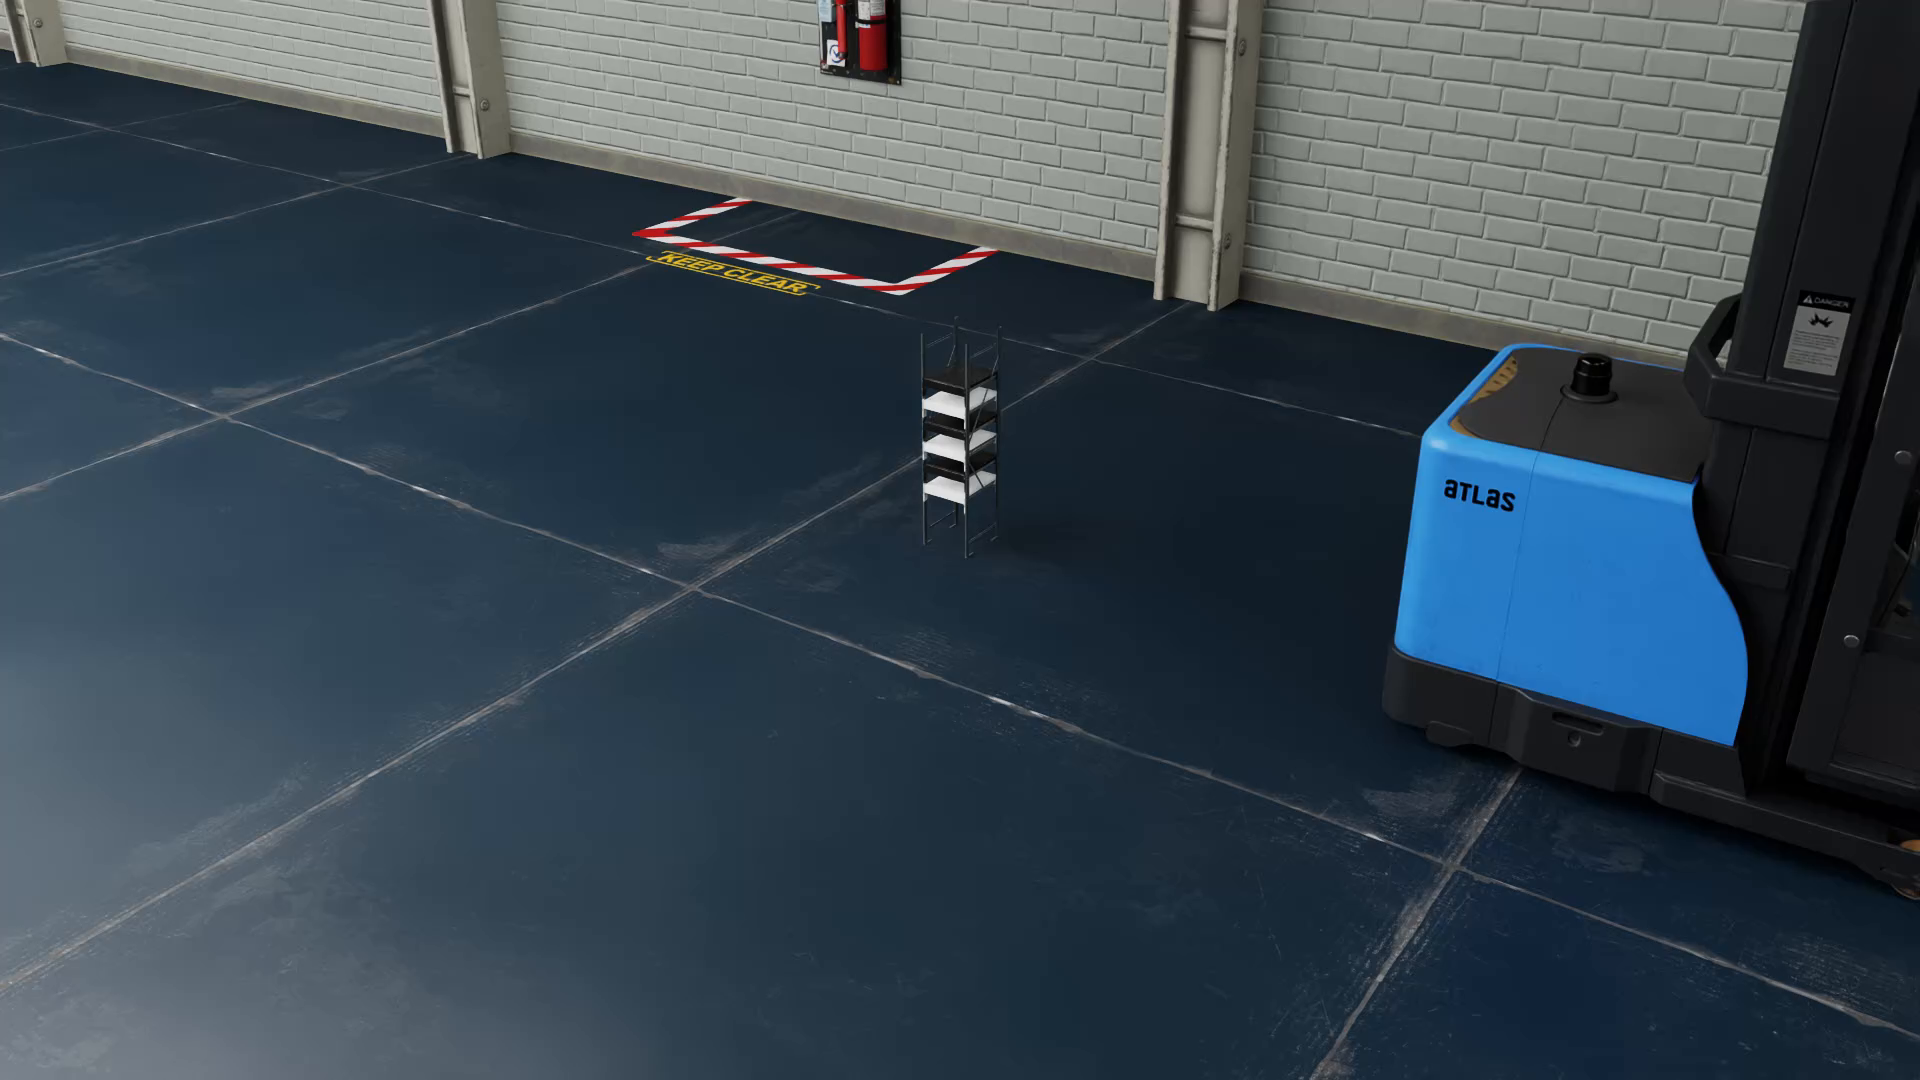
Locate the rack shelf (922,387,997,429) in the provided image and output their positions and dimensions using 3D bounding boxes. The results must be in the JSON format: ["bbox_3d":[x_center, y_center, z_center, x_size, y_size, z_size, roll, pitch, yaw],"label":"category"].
[{"bbox_3d":[0.007,-0.530,6.475,0.200,0.077,0.258,17,32,30],"label":"rack shelf"}]

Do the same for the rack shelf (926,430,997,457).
[{"bbox_3d":[0.007,-0.387,6.548,0.190,0.026,0.221,17,32,30],"label":"rack shelf"}]

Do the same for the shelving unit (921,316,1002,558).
[{"bbox_3d":[0.007,-0.399,6.542,0.210,0.900,0.258,17,32,30],"label":"shelving unit"}]

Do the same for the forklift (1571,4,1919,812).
[{"bbox_3d":[2.914,-0.507,4.515,3.031,2.935,1.110,16,31,28],"label":"forklift"}]

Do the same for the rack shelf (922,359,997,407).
[{"bbox_3d":[0.007,-0.610,6.434,0.200,0.077,0.258,17,32,30],"label":"rack shelf"}]

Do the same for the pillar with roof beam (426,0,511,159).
[{"bbox_3d":[-6.036,-5.320,7.282,0.400,9.000,9.100,17,32,30],"label":"pillar with roof beam"}]

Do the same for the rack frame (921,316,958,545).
[{"bbox_3d":[-0.077,-0.425,6.593,0.006,0.900,0.240,17,32,30],"label":"rack frame"}]

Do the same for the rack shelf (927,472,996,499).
[{"bbox_3d":[0.007,-0.227,6.629,0.190,0.026,0.221,17,32,30],"label":"rack shelf"}]

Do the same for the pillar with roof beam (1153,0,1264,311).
[{"bbox_3d":[-1.091,-3.779,4.255,0.400,9.000,9.100,17,32,30],"label":"pillar with roof beam"}]

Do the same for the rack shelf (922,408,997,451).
[{"bbox_3d":[0.007,-0.449,6.516,0.200,0.077,0.258,17,32,30],"label":"rack shelf"}]

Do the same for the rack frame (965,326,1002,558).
[{"bbox_3d":[0.090,-0.373,6.490,0.006,0.900,0.240,17,32,30],"label":"rack frame"}]

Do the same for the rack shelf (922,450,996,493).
[{"bbox_3d":[0.007,-0.289,6.598,0.200,0.077,0.258,17,32,30],"label":"rack shelf"}]
